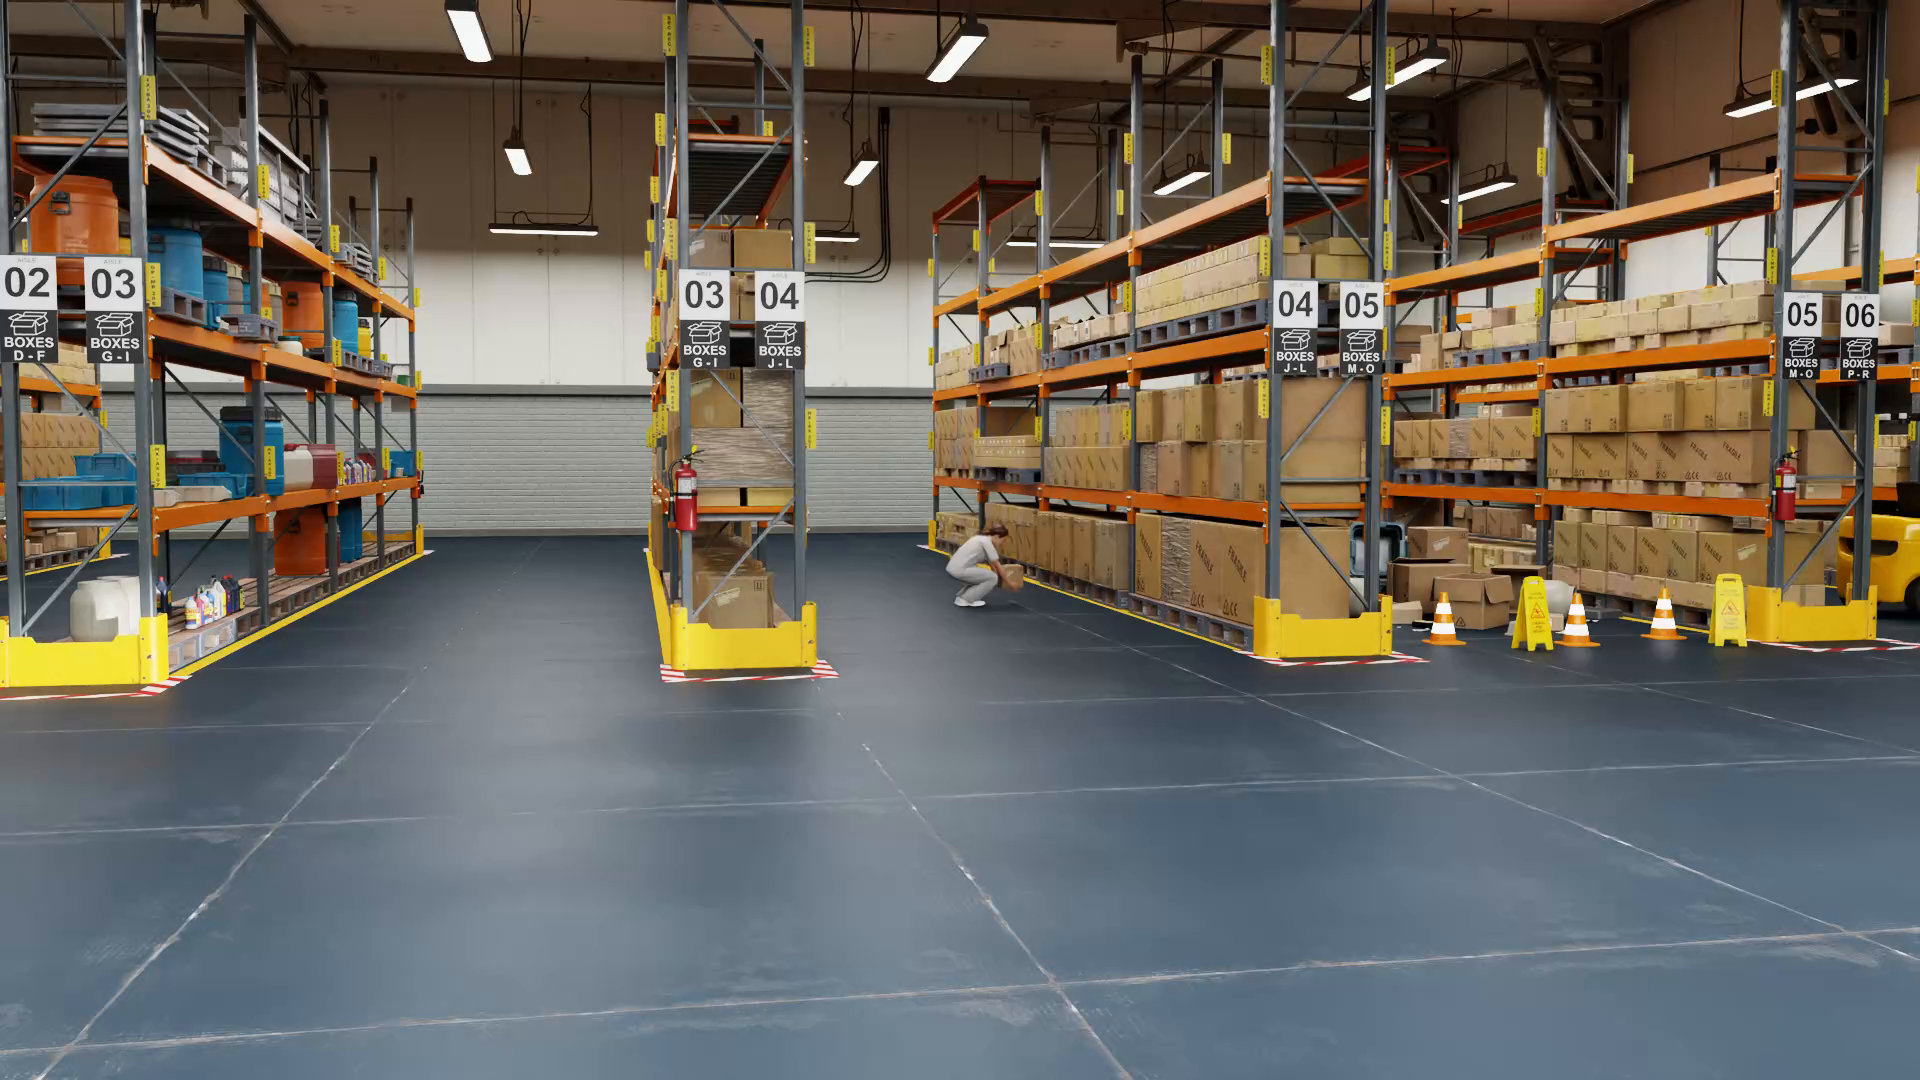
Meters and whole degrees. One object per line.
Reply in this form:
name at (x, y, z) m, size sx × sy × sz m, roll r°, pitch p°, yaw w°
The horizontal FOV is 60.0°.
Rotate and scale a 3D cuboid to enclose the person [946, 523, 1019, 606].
person at (0.244, 0.281, 18.905) m, size 0.811 × 0.931 × 0.484 m, roll -1°, pitch 3°, yaw -11°
